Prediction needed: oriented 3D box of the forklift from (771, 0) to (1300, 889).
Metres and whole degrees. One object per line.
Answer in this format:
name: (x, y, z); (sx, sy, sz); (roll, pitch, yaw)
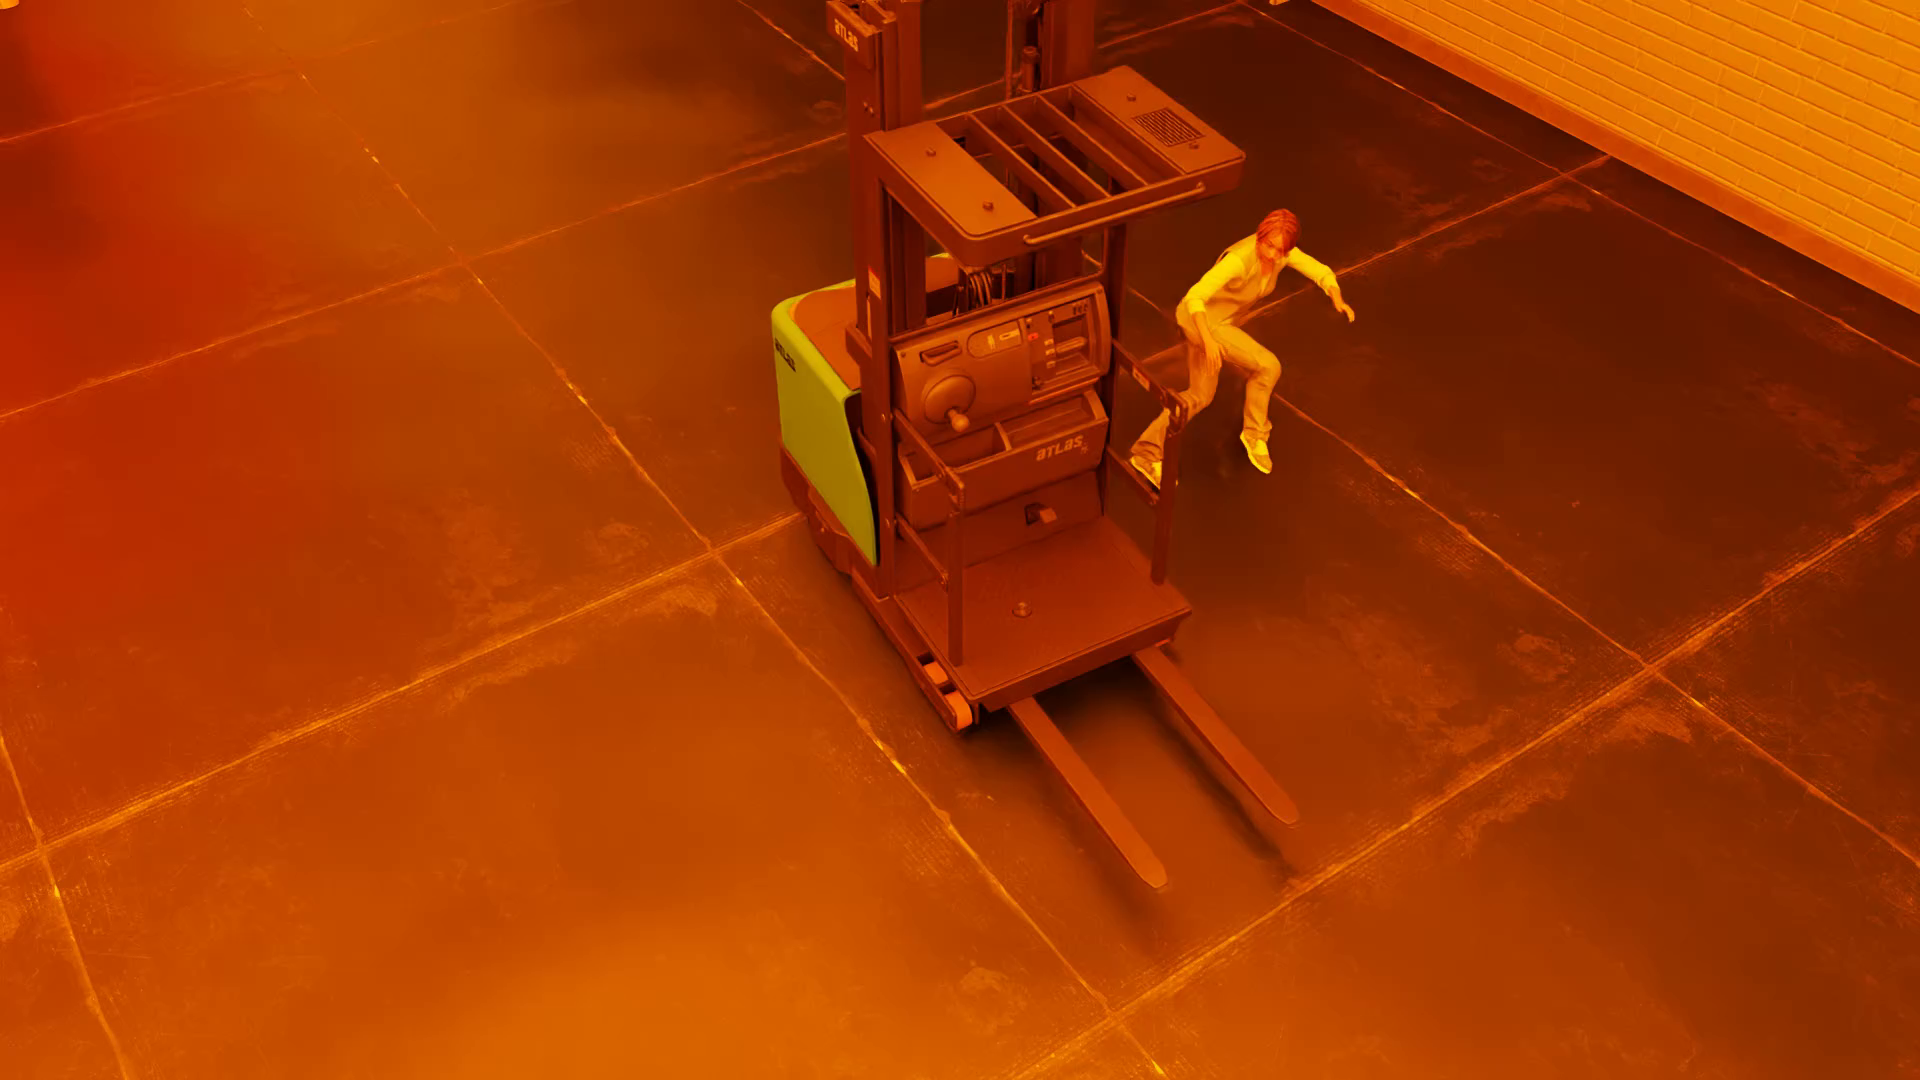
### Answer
forklift: (0.286, -0.632, 6.401); (1.130, 2.935, 3.031); (-20, 46, -21)

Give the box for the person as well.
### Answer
person: (1.353, -0.889, 7.816); (0.867, 1.355, 0.846); (19, 46, 20)
